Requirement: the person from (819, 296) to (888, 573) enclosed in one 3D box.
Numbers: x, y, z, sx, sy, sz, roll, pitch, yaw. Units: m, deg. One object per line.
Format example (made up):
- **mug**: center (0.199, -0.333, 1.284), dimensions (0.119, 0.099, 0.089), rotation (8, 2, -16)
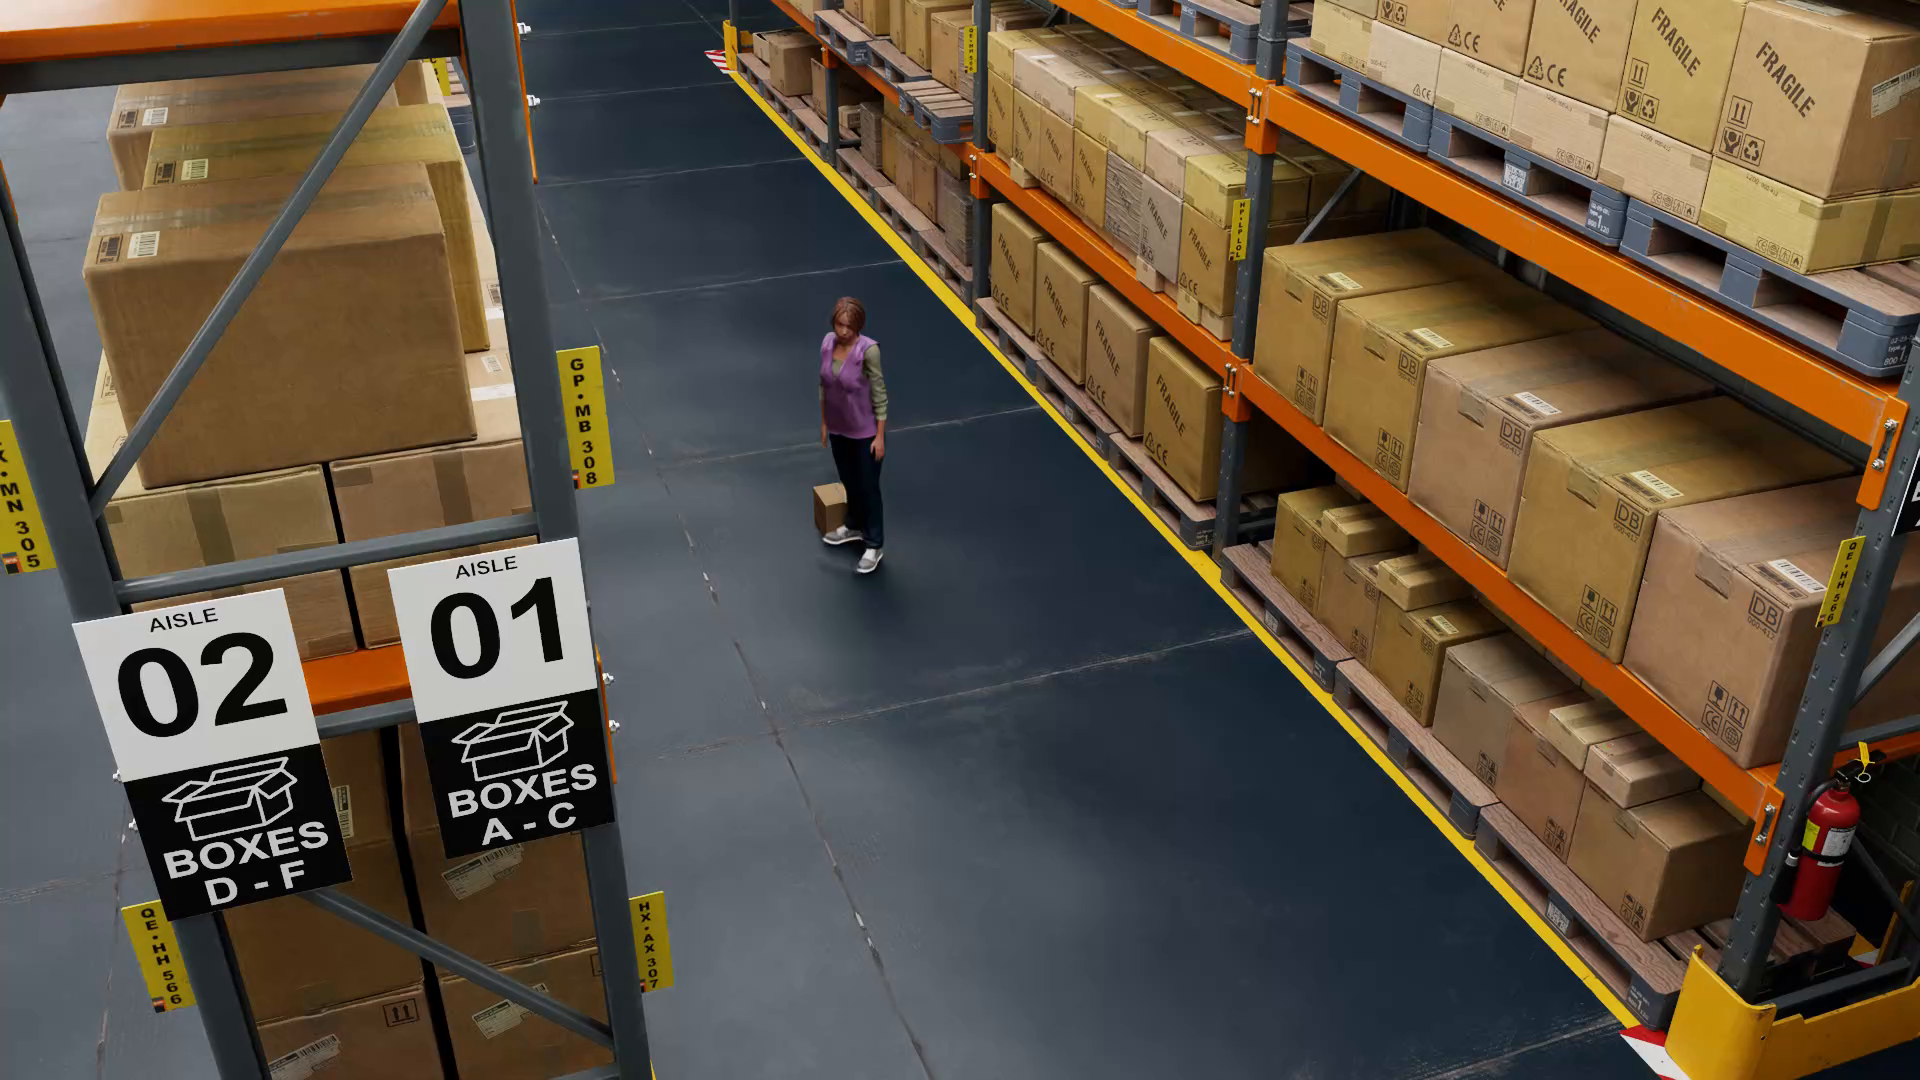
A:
- **person**: center (-0.607, -0.610, 9.352), dimensions (0.483, 1.584, 0.401), rotation (20, 36, 31)
